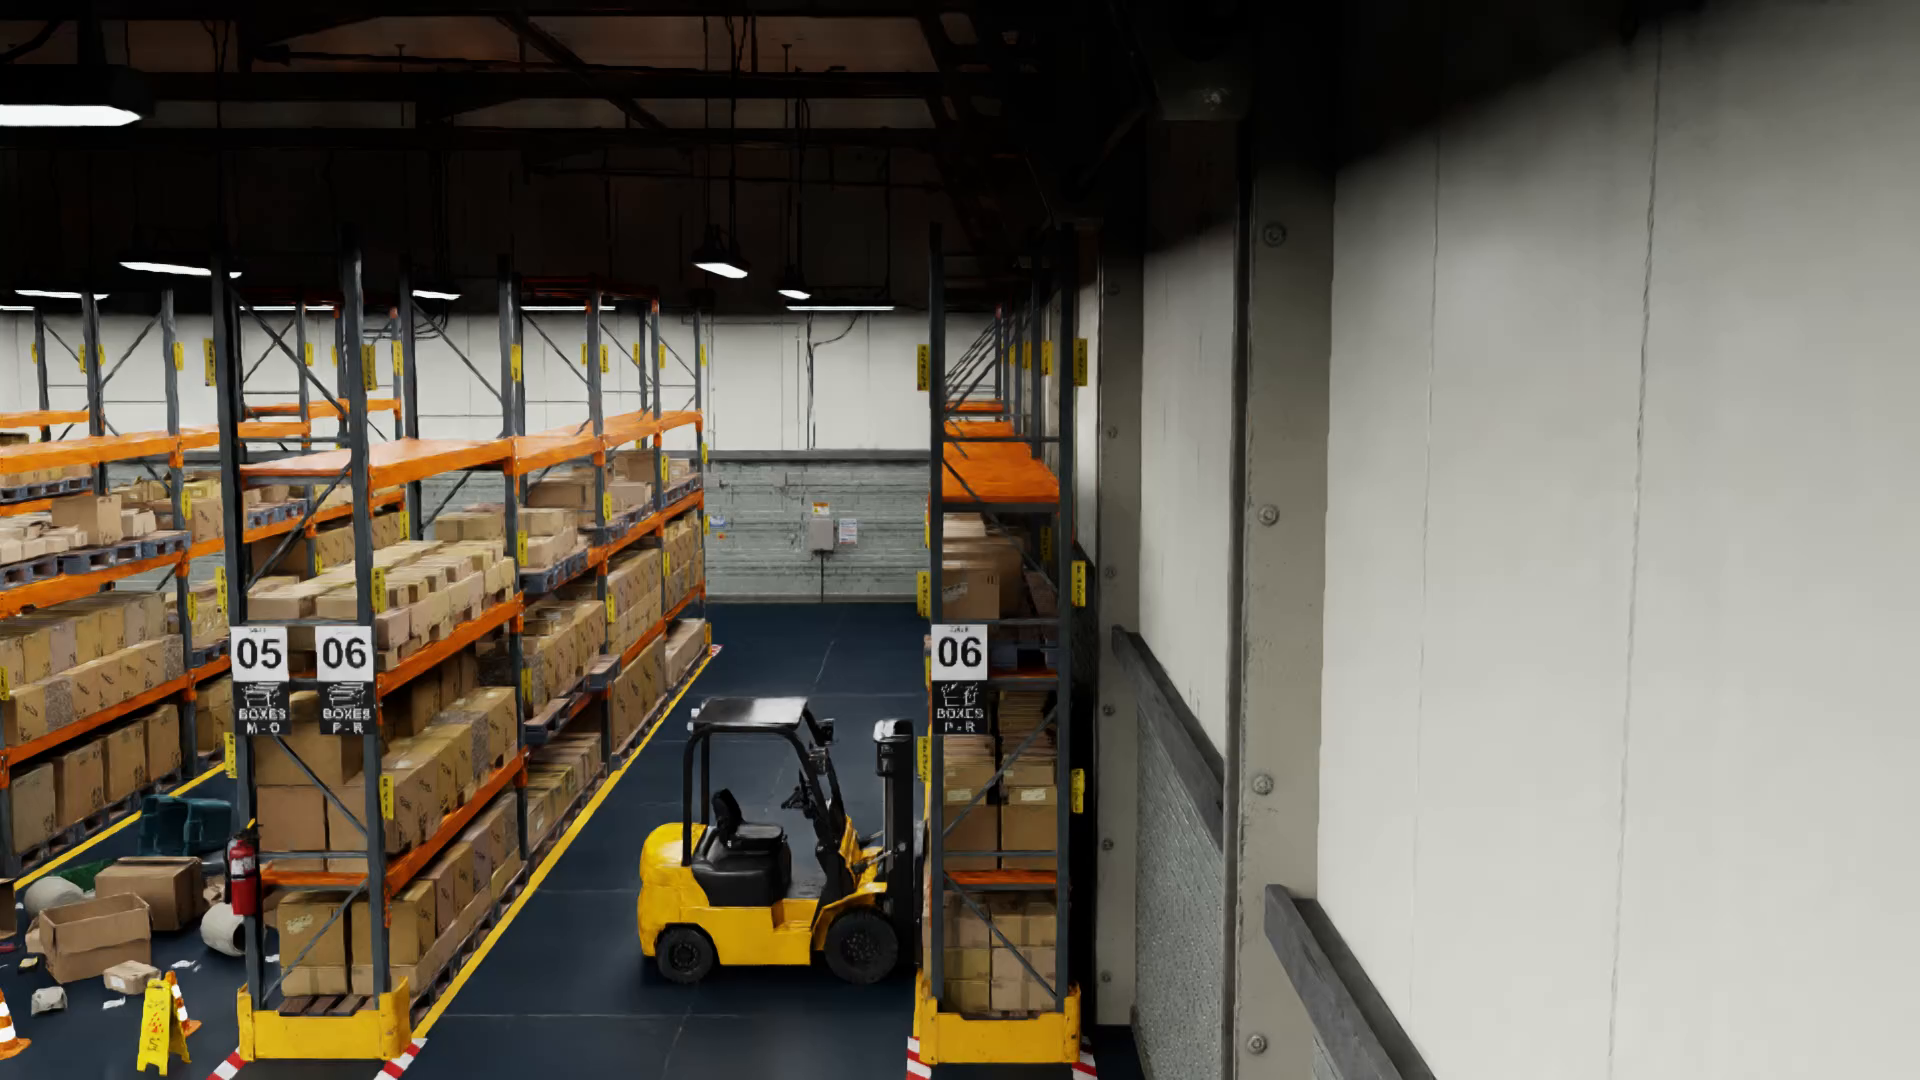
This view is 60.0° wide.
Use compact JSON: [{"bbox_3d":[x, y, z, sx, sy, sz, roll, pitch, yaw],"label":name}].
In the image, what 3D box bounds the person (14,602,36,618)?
[{"bbox_3d":[-12.892,1.615,23.162,0.702,1.735,0.549,0,7,-2],"label":"person"}]
